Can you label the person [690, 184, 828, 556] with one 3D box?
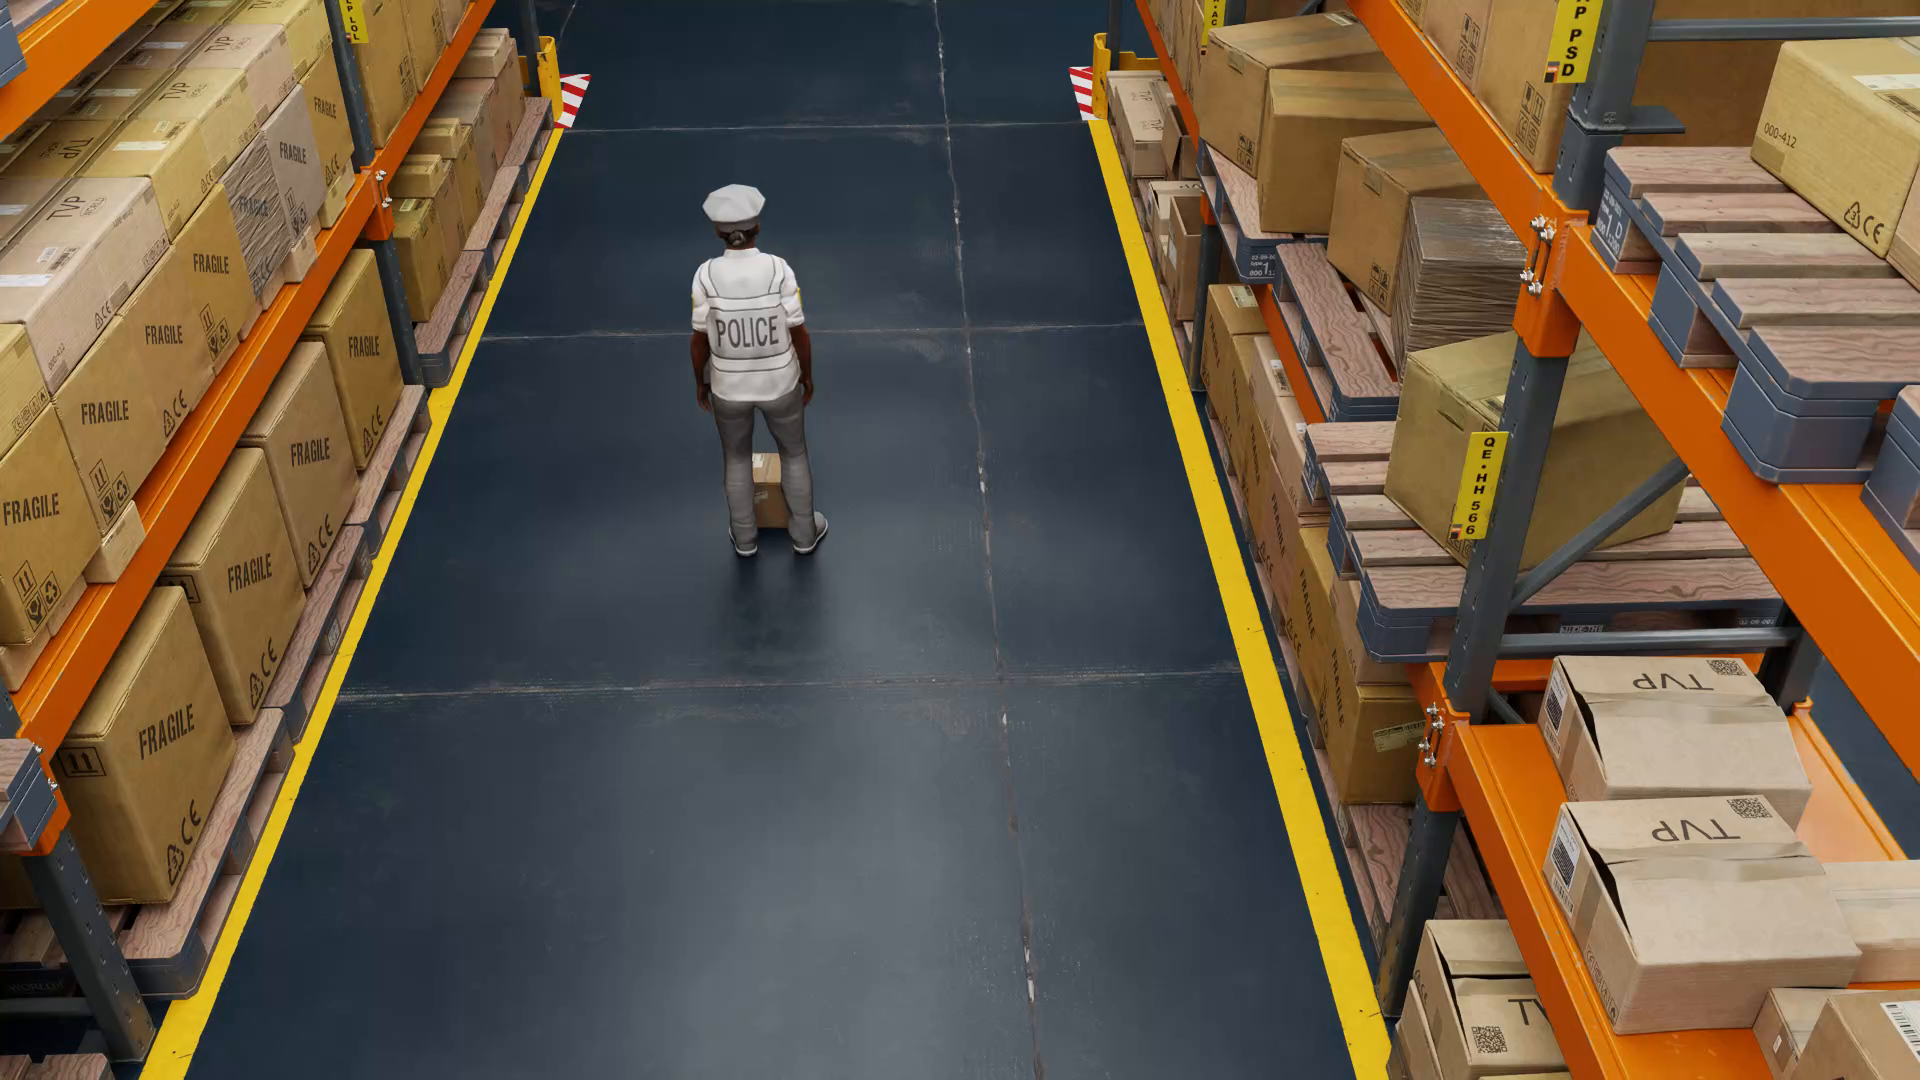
[{"bbox_3d":[-0.864,-0.669,7.083,0.527,1.662,0.393,-3,36,-4],"label":"person"}]
